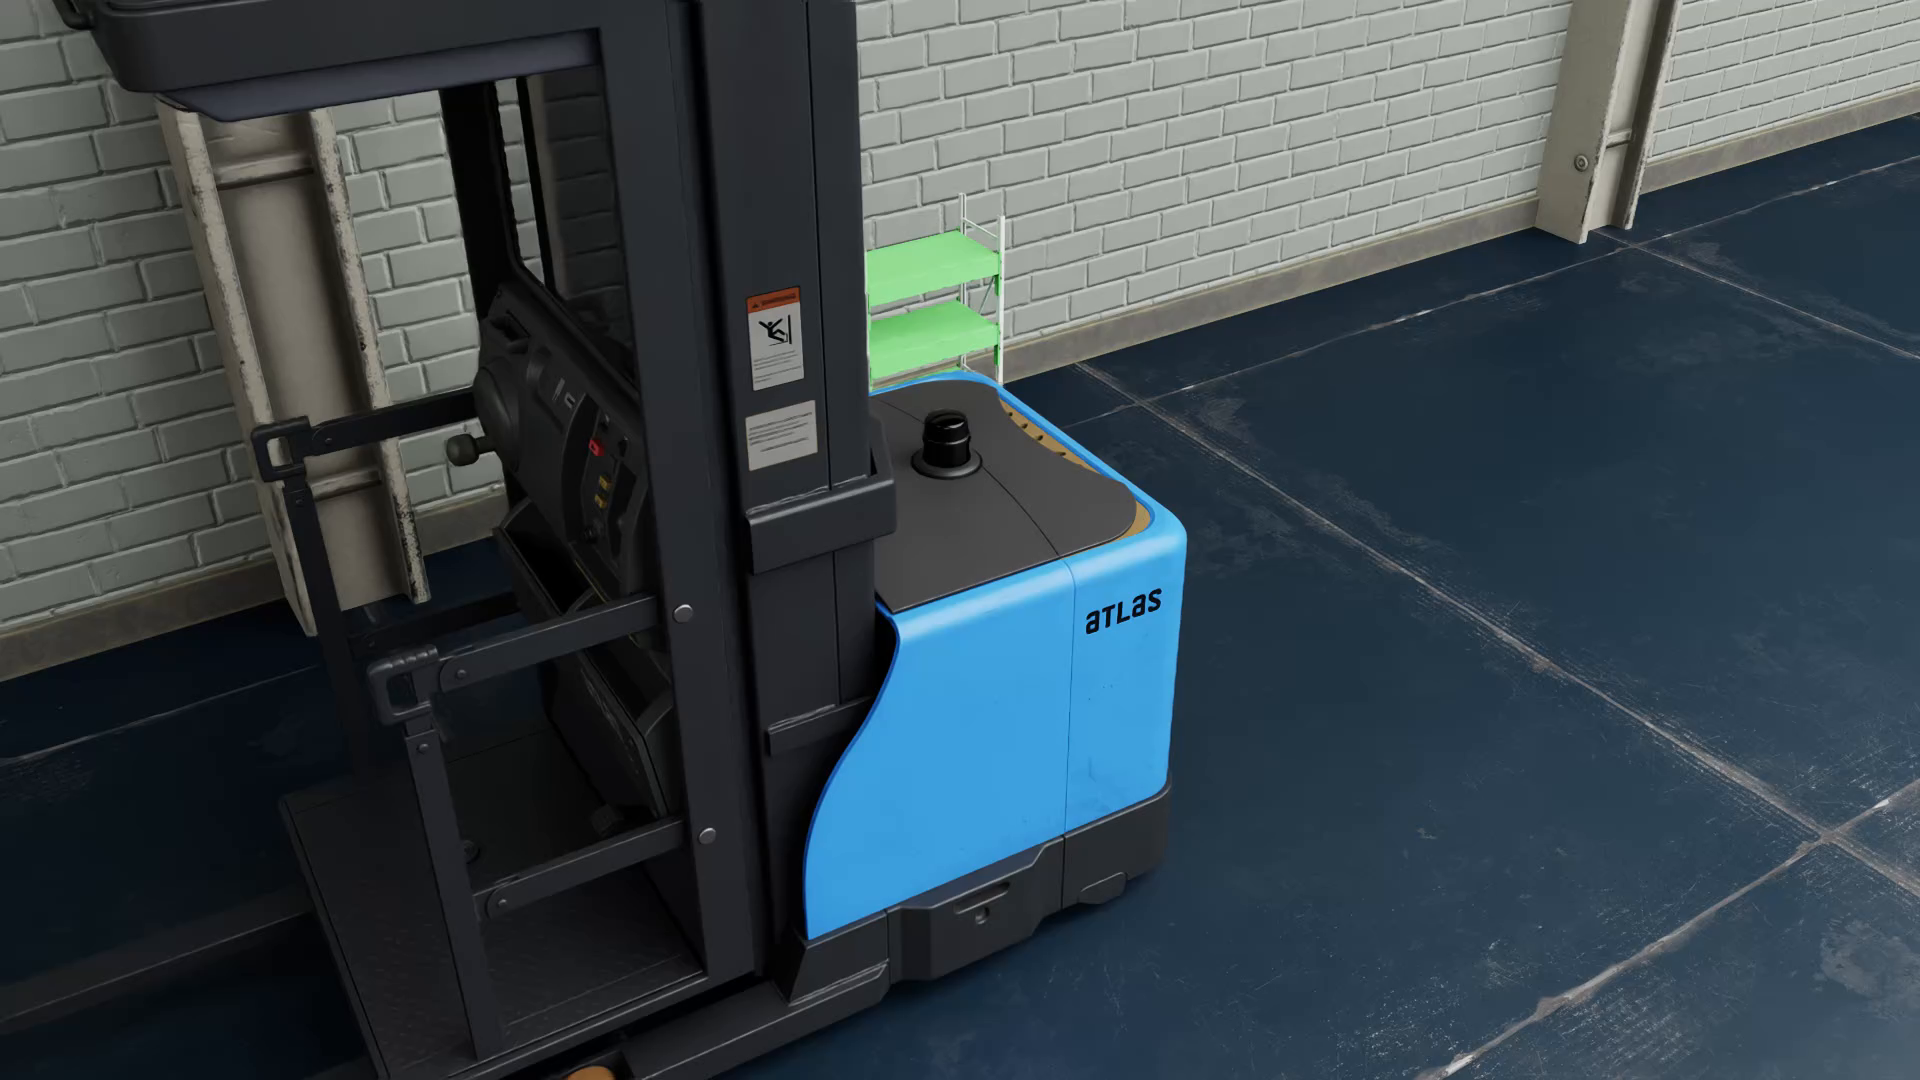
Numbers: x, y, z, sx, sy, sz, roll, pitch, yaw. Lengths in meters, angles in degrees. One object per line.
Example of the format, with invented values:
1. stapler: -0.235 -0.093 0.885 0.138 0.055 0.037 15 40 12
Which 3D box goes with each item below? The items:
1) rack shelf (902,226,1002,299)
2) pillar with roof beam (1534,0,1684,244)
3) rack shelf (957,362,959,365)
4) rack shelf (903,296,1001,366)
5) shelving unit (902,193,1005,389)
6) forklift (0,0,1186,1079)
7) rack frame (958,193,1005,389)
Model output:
1. rack shelf: -0.139 -0.812 5.132 0.480 0.148 0.258 -19 37 -27
2. pillar with roof beam: 5.396 -3.427 2.749 0.400 9.000 9.100 -19 37 -27
3. rack shelf: -0.139 -0.406 5.388 0.480 0.148 0.258 -19 37 -27
4. rack shelf: -0.139 -0.609 5.260 0.480 0.148 0.258 -19 37 -27
5. shelving unit: -0.139 -0.460 5.354 0.503 1.200 0.258 -19 37 -27
6. forklift: -0.914 -0.156 3.251 3.031 2.935 1.130 -23 39 -32
7. rack frame: 0.066 -0.530 5.466 0.015 1.200 0.240 -19 37 -27
